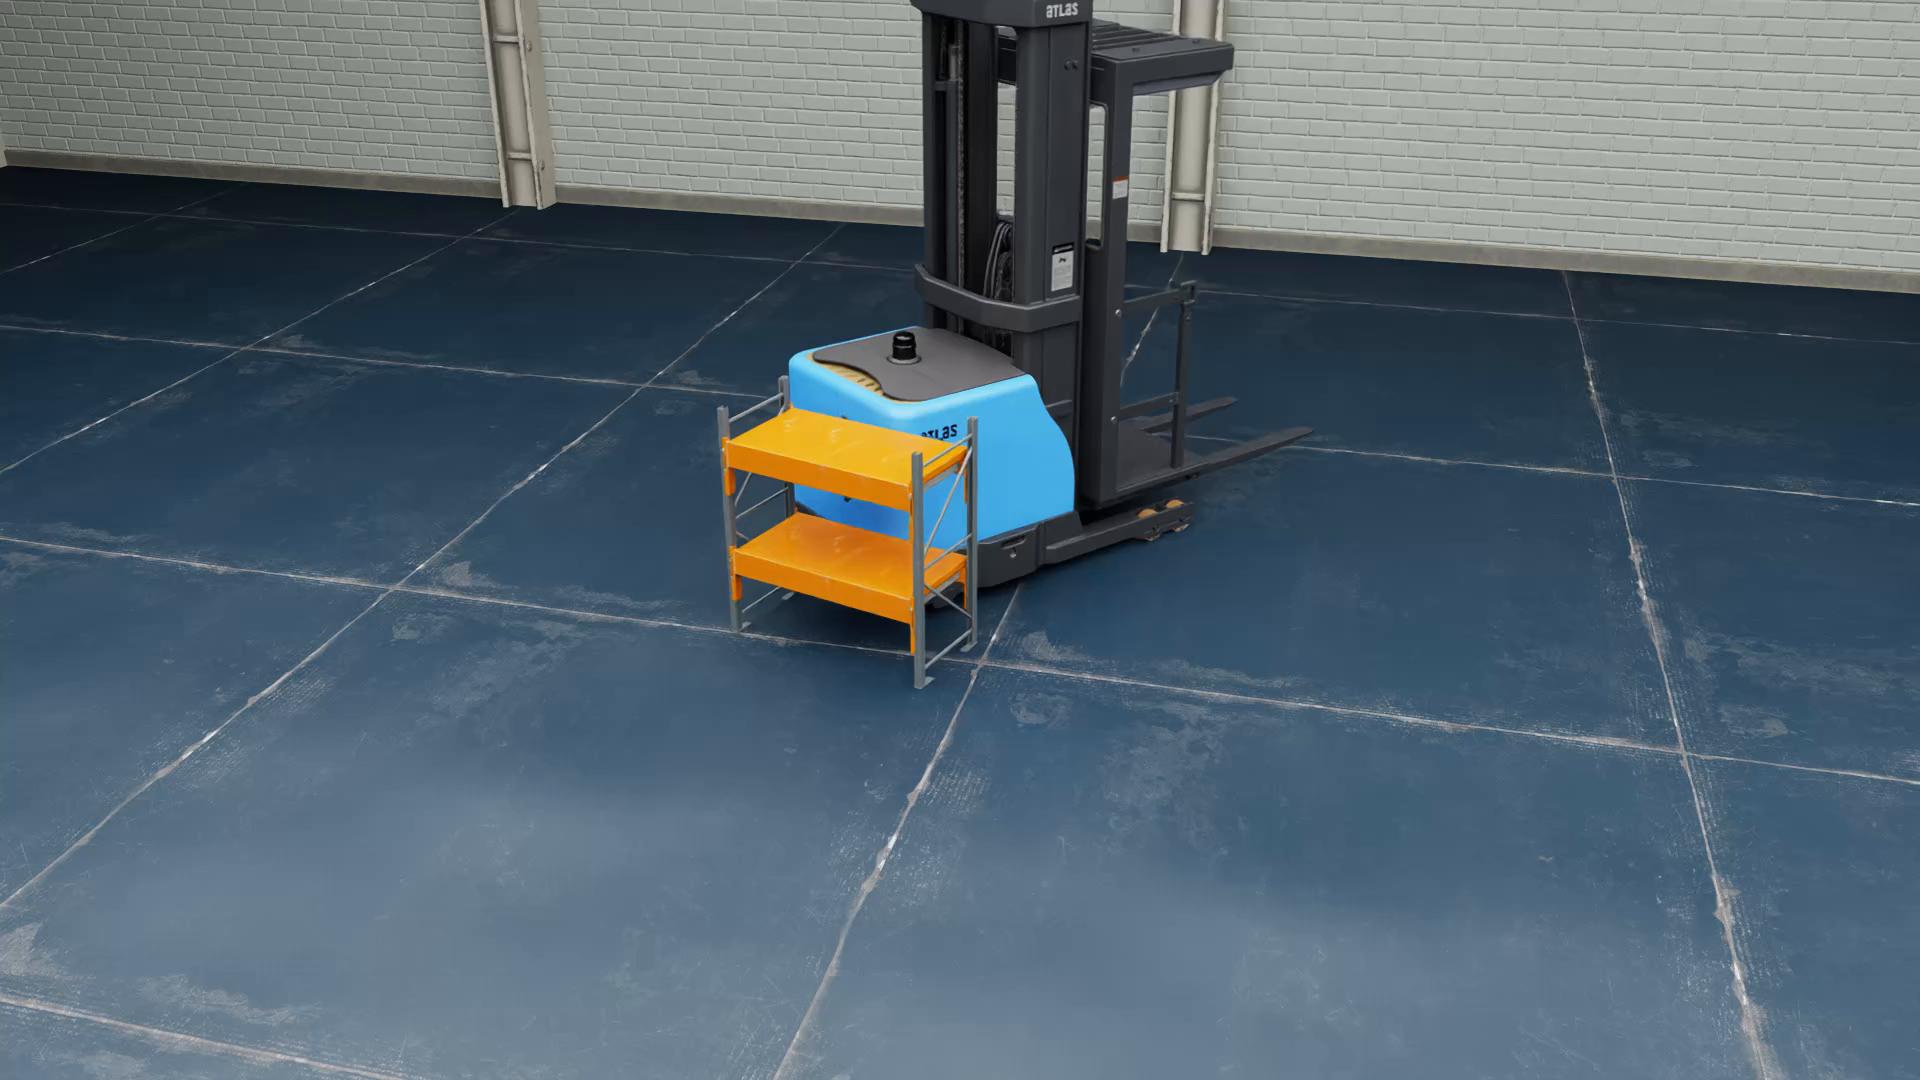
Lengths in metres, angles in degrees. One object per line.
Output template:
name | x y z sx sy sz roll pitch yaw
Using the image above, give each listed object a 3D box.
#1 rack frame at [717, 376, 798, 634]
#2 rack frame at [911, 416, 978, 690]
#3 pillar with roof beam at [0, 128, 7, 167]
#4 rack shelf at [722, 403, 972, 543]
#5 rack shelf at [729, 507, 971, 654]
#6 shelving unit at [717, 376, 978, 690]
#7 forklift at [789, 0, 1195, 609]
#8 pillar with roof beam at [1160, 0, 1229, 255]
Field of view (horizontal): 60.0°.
rack frame | -0.936 -0.162 7.783 0.032 1.125 0.500 14 29 27
rack frame | -0.062 0.061 7.313 0.032 1.125 0.500 14 29 27
pillar with roof beam | -10.809 -5.984 10.850 0.400 9.000 9.100 6 26 13
rack shelf | -0.499 -0.315 7.422 1.000 0.278 0.538 14 29 27
rack shelf | -0.499 0.170 7.653 1.000 0.278 0.538 14 29 27
shelving unit | -0.499 -0.051 7.548 1.048 1.125 0.538 14 29 27
forklift | 0.628 -1.483 8.456 3.031 2.935 1.130 -18 31 -33
pillar with roof beam | 0.813 -4.699 8.152 0.400 9.000 9.100 6 26 13
